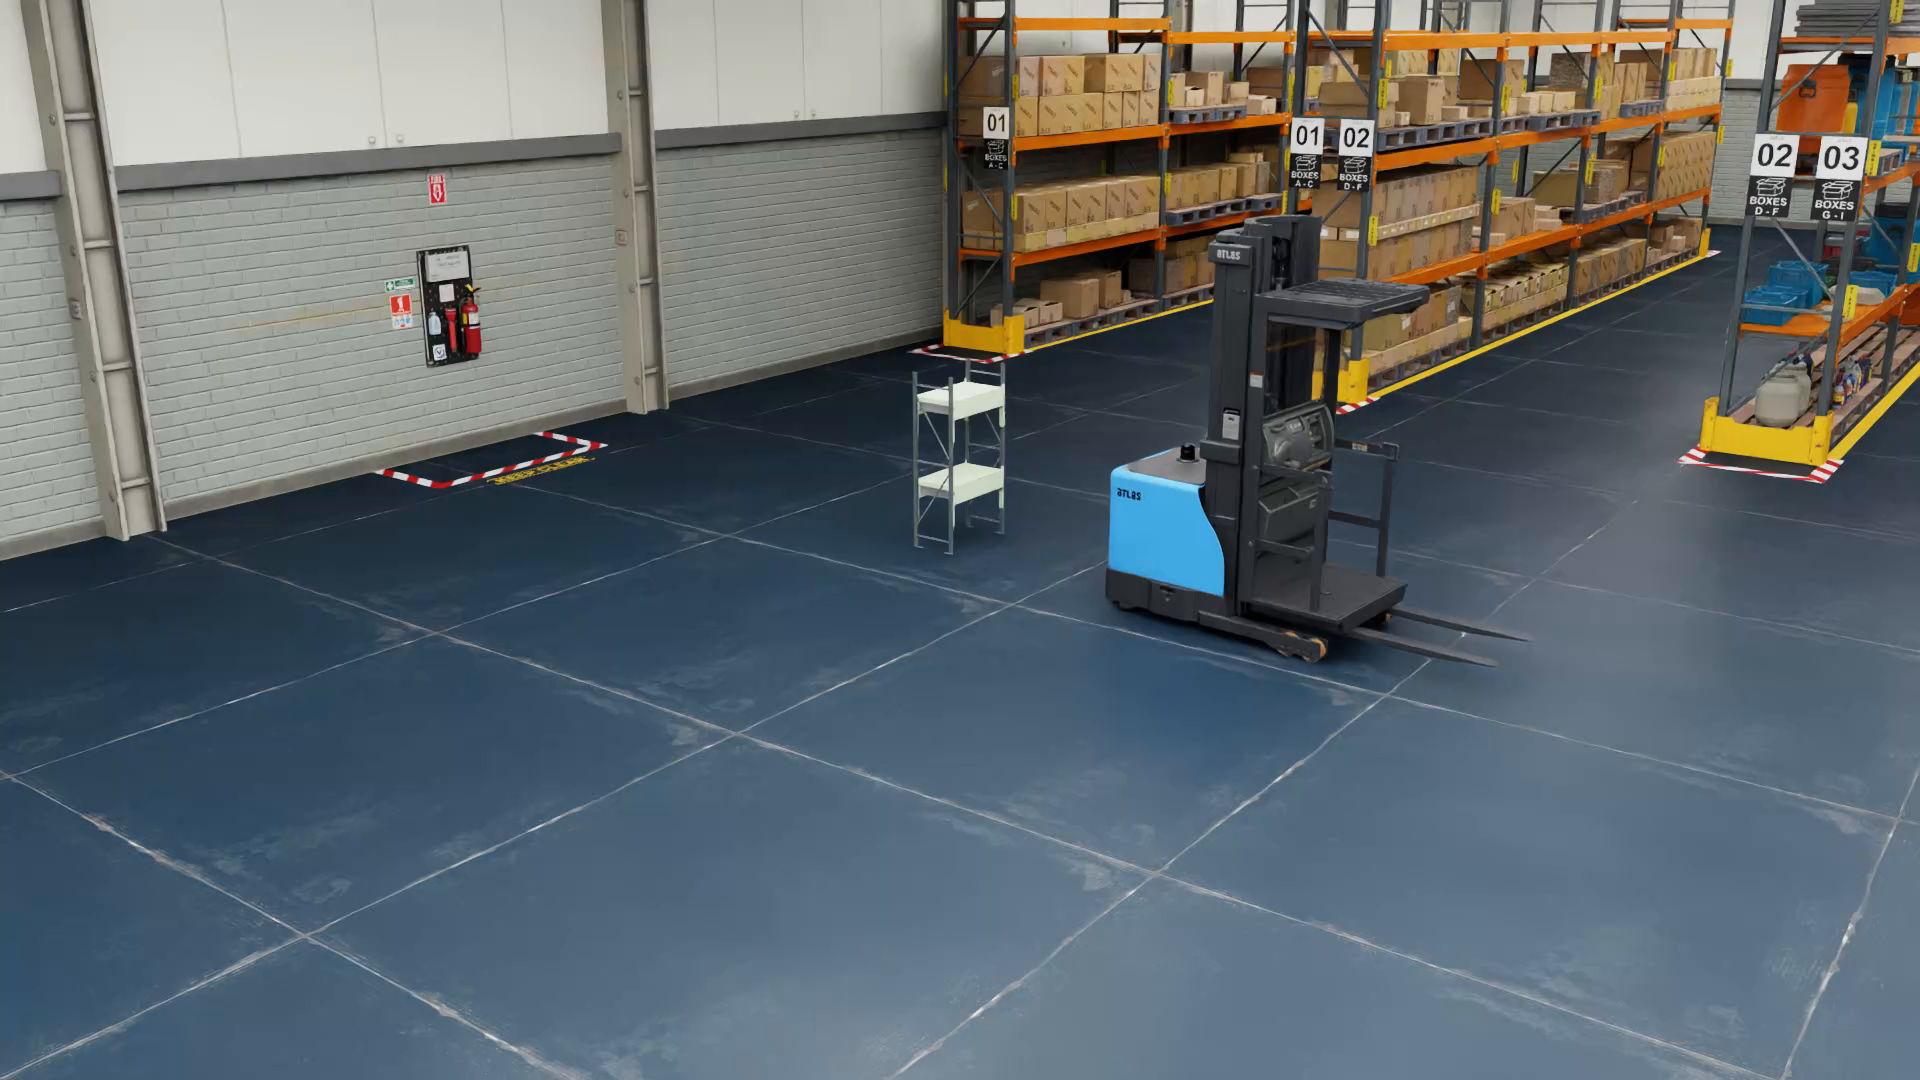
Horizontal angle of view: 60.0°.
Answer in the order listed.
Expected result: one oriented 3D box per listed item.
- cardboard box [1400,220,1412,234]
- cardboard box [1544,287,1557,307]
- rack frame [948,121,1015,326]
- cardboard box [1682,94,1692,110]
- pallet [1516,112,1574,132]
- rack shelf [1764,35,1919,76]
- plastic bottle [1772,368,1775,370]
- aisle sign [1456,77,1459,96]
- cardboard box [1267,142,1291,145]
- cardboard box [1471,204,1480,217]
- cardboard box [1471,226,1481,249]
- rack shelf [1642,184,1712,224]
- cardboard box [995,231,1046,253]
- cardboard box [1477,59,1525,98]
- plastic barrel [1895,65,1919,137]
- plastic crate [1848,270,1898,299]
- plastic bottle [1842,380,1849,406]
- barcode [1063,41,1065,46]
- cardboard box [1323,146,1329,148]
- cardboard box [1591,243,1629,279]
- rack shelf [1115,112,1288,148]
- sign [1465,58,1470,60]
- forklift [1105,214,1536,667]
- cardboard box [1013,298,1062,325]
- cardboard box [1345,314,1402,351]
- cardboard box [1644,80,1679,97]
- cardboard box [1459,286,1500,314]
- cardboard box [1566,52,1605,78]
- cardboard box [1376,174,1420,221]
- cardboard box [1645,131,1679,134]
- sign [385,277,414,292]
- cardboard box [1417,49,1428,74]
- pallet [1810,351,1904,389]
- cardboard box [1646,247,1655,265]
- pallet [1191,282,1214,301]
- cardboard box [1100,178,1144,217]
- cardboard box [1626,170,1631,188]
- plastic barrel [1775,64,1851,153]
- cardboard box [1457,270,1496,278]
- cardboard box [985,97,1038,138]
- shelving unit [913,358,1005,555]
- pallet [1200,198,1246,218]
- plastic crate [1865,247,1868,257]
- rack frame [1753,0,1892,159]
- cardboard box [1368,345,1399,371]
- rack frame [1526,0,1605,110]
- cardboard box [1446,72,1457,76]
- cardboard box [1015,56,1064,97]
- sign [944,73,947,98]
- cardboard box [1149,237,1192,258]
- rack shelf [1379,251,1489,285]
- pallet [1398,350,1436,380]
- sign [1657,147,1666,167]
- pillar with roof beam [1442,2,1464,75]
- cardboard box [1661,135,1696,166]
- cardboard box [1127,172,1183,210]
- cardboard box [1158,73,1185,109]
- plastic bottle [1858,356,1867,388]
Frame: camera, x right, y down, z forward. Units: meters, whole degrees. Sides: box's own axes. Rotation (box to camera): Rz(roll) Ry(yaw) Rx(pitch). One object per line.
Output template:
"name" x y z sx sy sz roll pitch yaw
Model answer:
"cardboard box" 5.272 -3.820 20.226 0.380 0.149 0.250 12 21 33
"cardboard box" 8.596 -3.662 24.908 0.500 0.250 0.500 12 21 34
"rack frame" 0.271 -4.036 22.182 1.000 3.000 0.127 12 21 35
"cardboard box" 12.490 -7.690 29.143 0.500 0.250 0.500 12 21 35
"pallet" 8.021 -5.965 23.654 1.003 0.211 1.213 14 22 37
"rack shelf" 9.419 -5.092 17.355 1.077 0.370 4.000 12 21 35
"plastic bottle" 9.224 -1.798 18.826 0.152 0.276 0.135 12 21 33
"aisle sign" 10.088 -9.052 33.953 0.394 0.787 0.004 12 21 35
"cardboard box" 5.719 -6.897 29.427 0.500 0.250 0.500 12 21 33
"cardboard box" 6.645 -4.369 21.993 0.380 0.149 0.250 12 21 35
"cardboard box" 6.893 -4.167 22.859 0.500 0.250 0.500 14 22 38
"rack shelf" 12.593 -6.152 30.211 1.077 0.370 4.000 12 21 35
"cardboard box" 0.816 -4.034 22.395 0.500 0.250 0.500 12 21 33
"cardboard box" 7.354 -6.313 22.739 0.500 0.500 0.500 15 23 40
"plastic barrel" 12.330 -5.705 21.655 0.600 0.901 0.600 0 17 0
"plastic crate" 10.169 -2.855 18.631 0.499 0.251 0.616 12 21 35
"plastic bottle" 9.707 -1.626 18.259 0.061 0.283 0.133 13 21 36
"barcode" 1.480 -7.073 23.702 0.001 0.075 0.075 12 21 35
"cardboard box" 6.129 -6.809 29.145 0.500 0.250 0.500 13 21 35
"cardboard box" 10.737 -4.632 27.575 0.500 0.500 0.500 13 21 35
"rack shelf" 3.846 -6.554 26.446 1.077 0.370 4.000 12 21 35
"sign" 10.232 -9.565 33.570 0.100 0.325 0.005 12 21 35
"forklift" 2.555 -0.728 11.647 3.031 2.935 1.130 14 22 38
"cardboard box" 1.095 -3.247 23.432 0.500 0.311 0.500 15 22 39
"cardboard box" 5.046 -2.615 20.270 0.500 0.500 0.500 12 21 35
"cardboard box" 11.890 -7.691 28.305 0.500 0.250 0.500 12 21 35
"cardboard box" 7.081 -3.324 22.872 0.500 0.311 0.500 13 21 35
"cardboard box" 9.587 -7.249 25.616 0.500 0.500 0.500 12 21 35
"cardboard box" 5.180 -4.197 20.344 0.700 0.500 0.500 13 21 35
"cardboard box" 13.003 -7.313 30.879 0.500 0.500 0.500 13 21 35
"sign" -5.487 -2.501 16.285 0.001 0.109 0.331 12 21 35
"cardboard box" 8.662 -9.224 31.942 0.500 0.500 0.500 13 21 35
"pallet" 11.047 -2.100 20.651 1.003 0.211 1.213 12 21 35
"cardboard box" 11.825 -5.007 29.102 0.500 0.311 0.500 12 21 35
"pallet" 3.843 -4.134 27.201 1.003 0.211 1.213 12 21 35
"cardboard box" 2.328 -4.997 24.233 0.500 0.500 0.500 12 21 34
"cardboard box" 11.493 -6.232 29.084 0.500 0.500 0.500 13 21 36
"plastic barrel" 8.415 -4.262 16.419 0.600 0.830 0.708 12 21 35
"cardboard box" 7.552 -3.779 24.338 0.500 0.311 0.500 12 21 34
"cardboard box" 0.671 -5.561 21.834 0.500 0.500 0.500 13 22 36
"shelving unit" -0.004 -0.715 14.016 0.431 1.500 0.755 12 21 35
"pallet" 3.891 -5.371 26.805 1.003 0.211 1.213 12 21 35
"plastic crate" 11.421 -3.601 21.140 0.450 0.188 0.662 12 21 35
"rack frame" 8.227 -5.150 15.655 1.000 3.000 0.127 12 21 35
"cardboard box" 5.044 -2.257 20.382 0.500 0.250 0.500 12 21 35
"rack frame" 9.018 -7.932 24.612 1.000 3.000 0.127 12 21 35
"cardboard box" 9.581 -9.235 33.241 0.500 0.250 0.500 13 22 36
"cardboard box" 1.035 -6.163 22.084 0.500 0.500 0.500 12 21 34
"sign" -0.163 -5.994 21.937 0.100 0.325 0.005 12 21 35
"cardboard box" 3.339 -4.647 26.358 0.500 0.250 0.500 12 21 34
"rack shelf" 5.443 -3.294 21.007 1.077 0.370 4.000 12 21 35
"pallet" 5.401 -2.309 21.322 1.003 0.211 1.213 12 21 35
"sign" 11.849 -6.475 28.085 0.100 0.325 0.005 12 21 35
"pillar with roof beam" 14.175 -10.747 33.677 9.100 9.000 0.400 12 21 35
"cardboard box" 12.829 -6.976 29.795 0.500 0.500 0.500 13 22 36
"cardboard box" 2.985 -5.362 25.541 0.700 0.500 0.500 12 21 35
"cardboard box" 3.044 -6.785 25.102 0.500 0.500 0.500 16 24 42
"plastic bottle" 10.344 -1.933 19.135 0.144 0.351 0.185 11 20 32
